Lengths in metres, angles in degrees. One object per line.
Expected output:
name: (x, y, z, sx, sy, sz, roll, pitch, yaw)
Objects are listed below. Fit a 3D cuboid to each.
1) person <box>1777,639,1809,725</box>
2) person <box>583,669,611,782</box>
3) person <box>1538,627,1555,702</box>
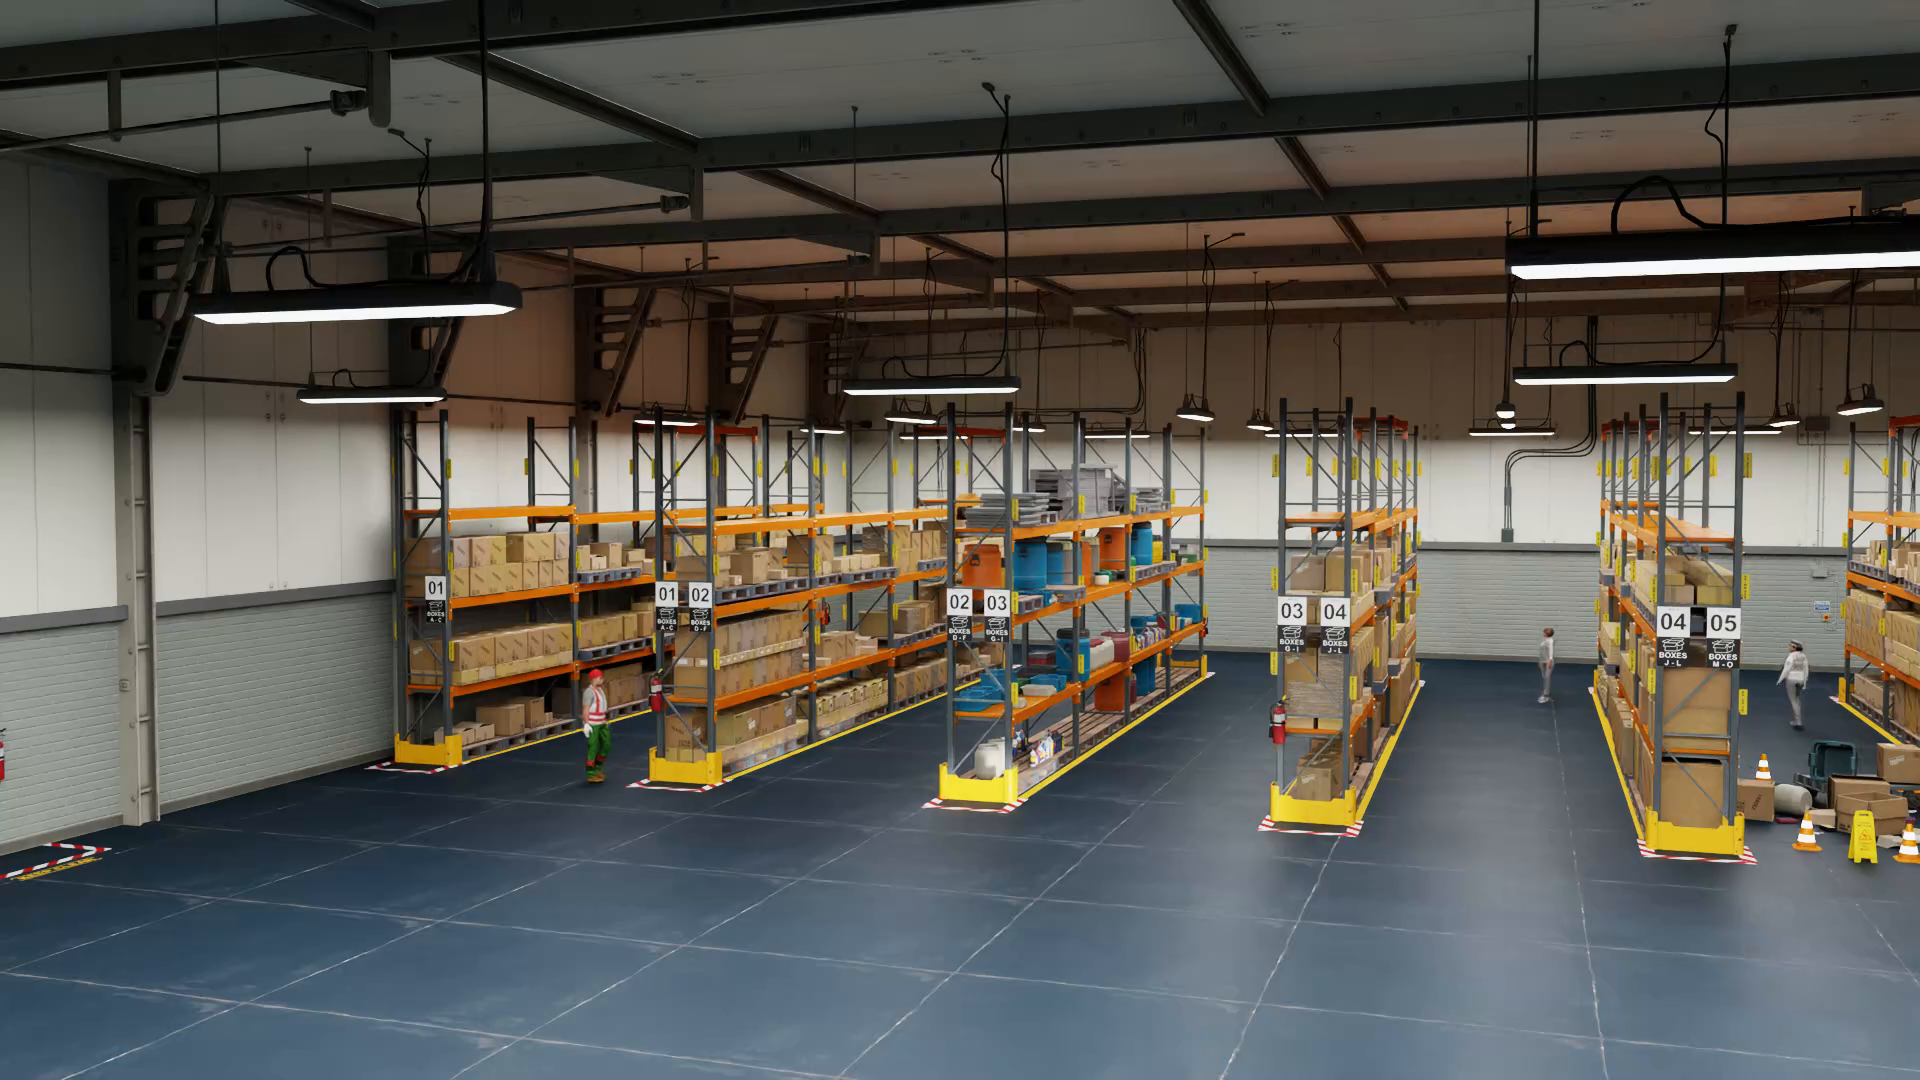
person: (16.203, 2.776, 32.299, 0.551, 1.722, 0.652, 0, 2, -1)
person: (-5.841, 2.968, 26.654, 0.397, 1.798, 0.648, 1, 3, 14)
person: (12.599, 2.677, 35.873, 0.550, 1.590, 0.439, -1, 3, -20)
